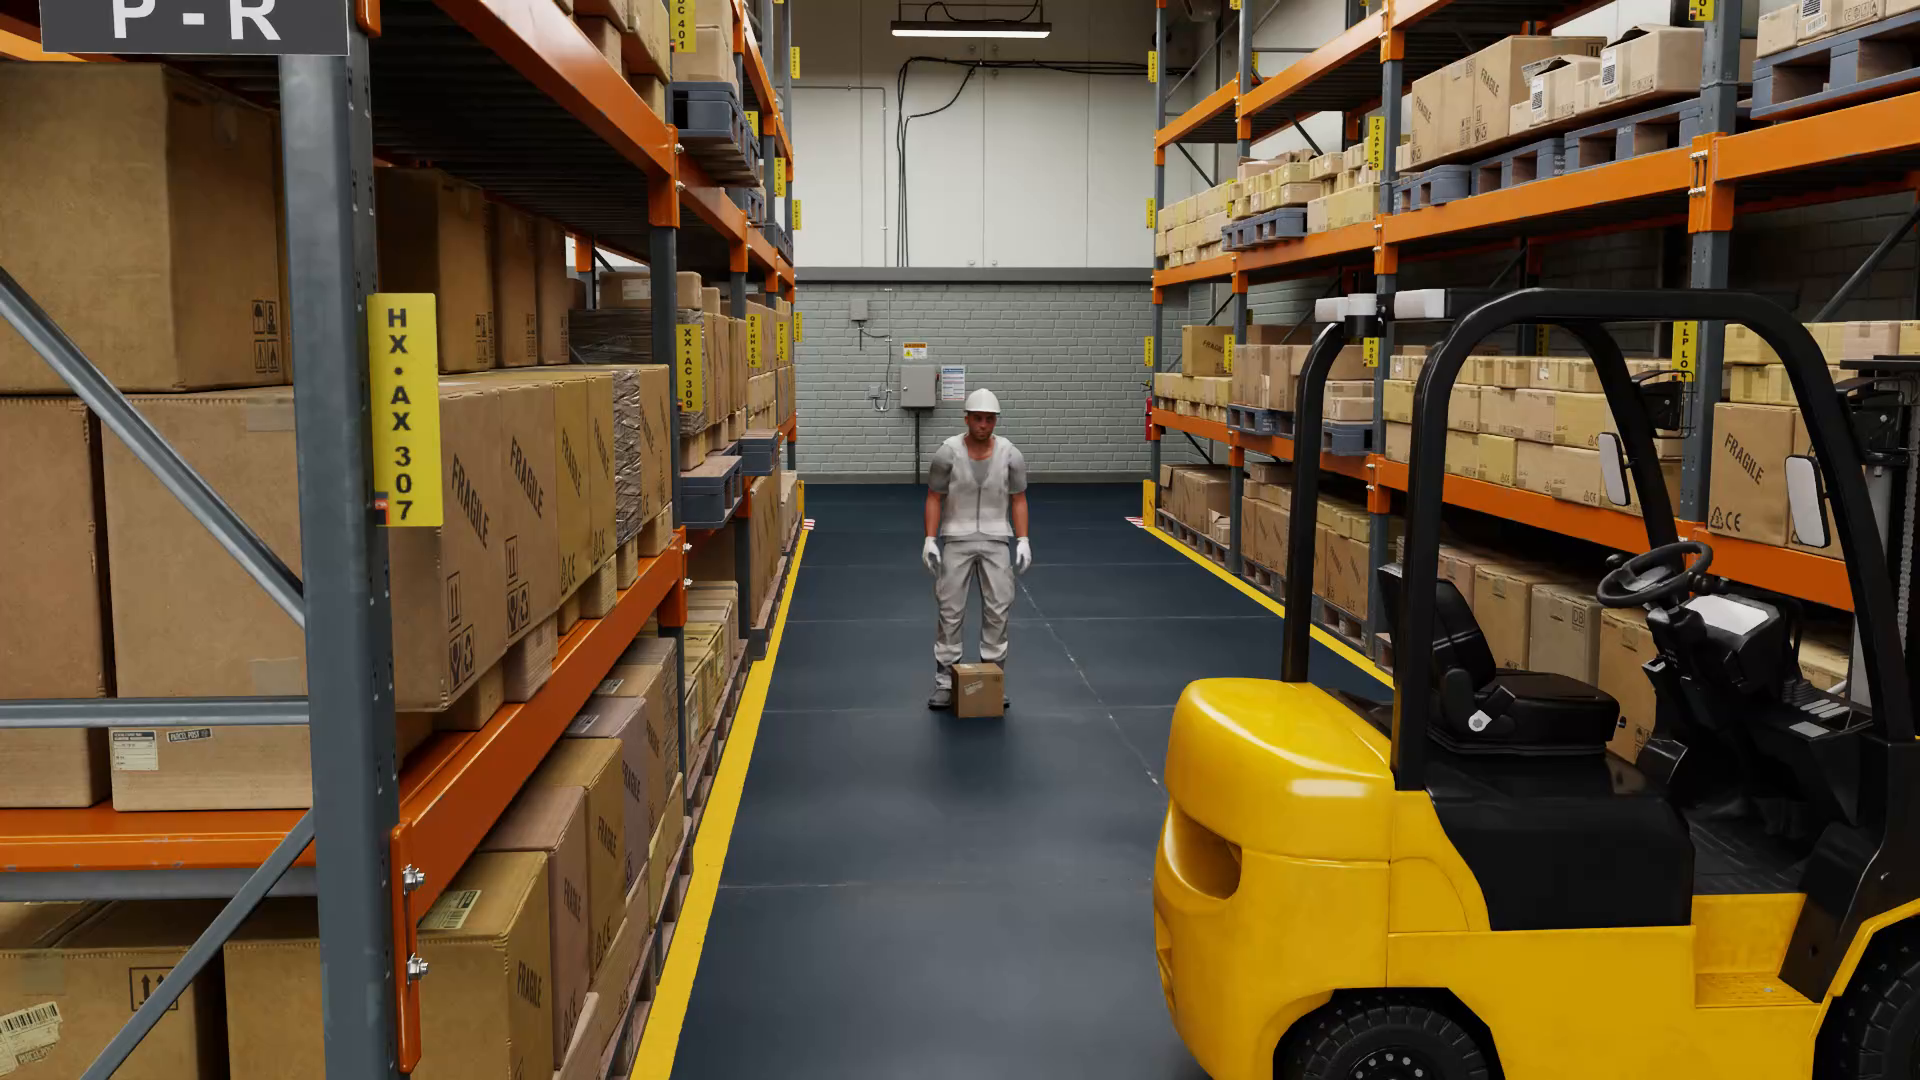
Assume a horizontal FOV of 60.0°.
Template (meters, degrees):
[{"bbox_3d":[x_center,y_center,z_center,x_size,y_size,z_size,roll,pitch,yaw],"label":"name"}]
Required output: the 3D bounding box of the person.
[{"bbox_3d":[0.094,0.044,9.306,0.622,1.779,0.452,-1,7,-5],"label":"person"}]
